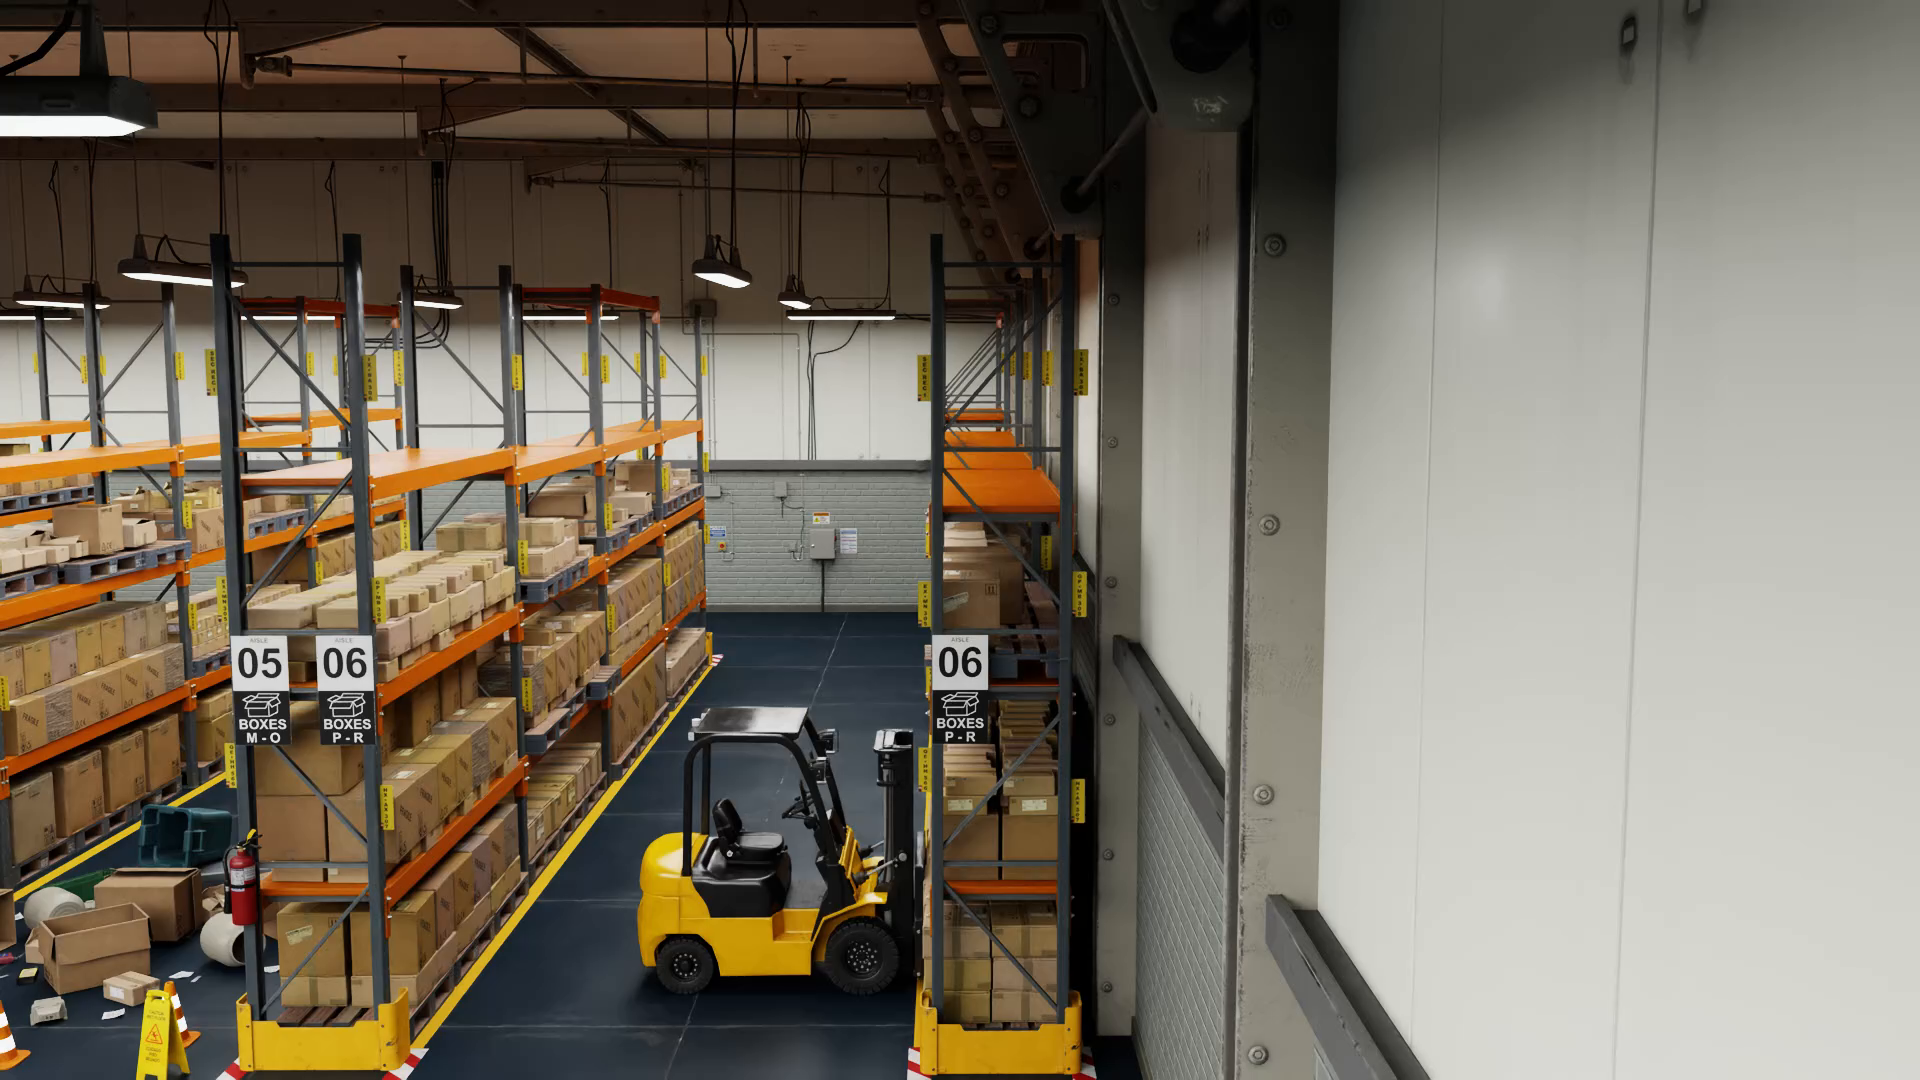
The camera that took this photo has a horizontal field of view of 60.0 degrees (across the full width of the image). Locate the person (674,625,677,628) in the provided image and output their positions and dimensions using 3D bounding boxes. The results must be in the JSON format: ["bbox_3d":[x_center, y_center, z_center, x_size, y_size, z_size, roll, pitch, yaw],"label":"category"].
[{"bbox_3d":[-5.535,0.949,31.070,0.587,1.719,0.505,1,6,8],"label":"person"}]
